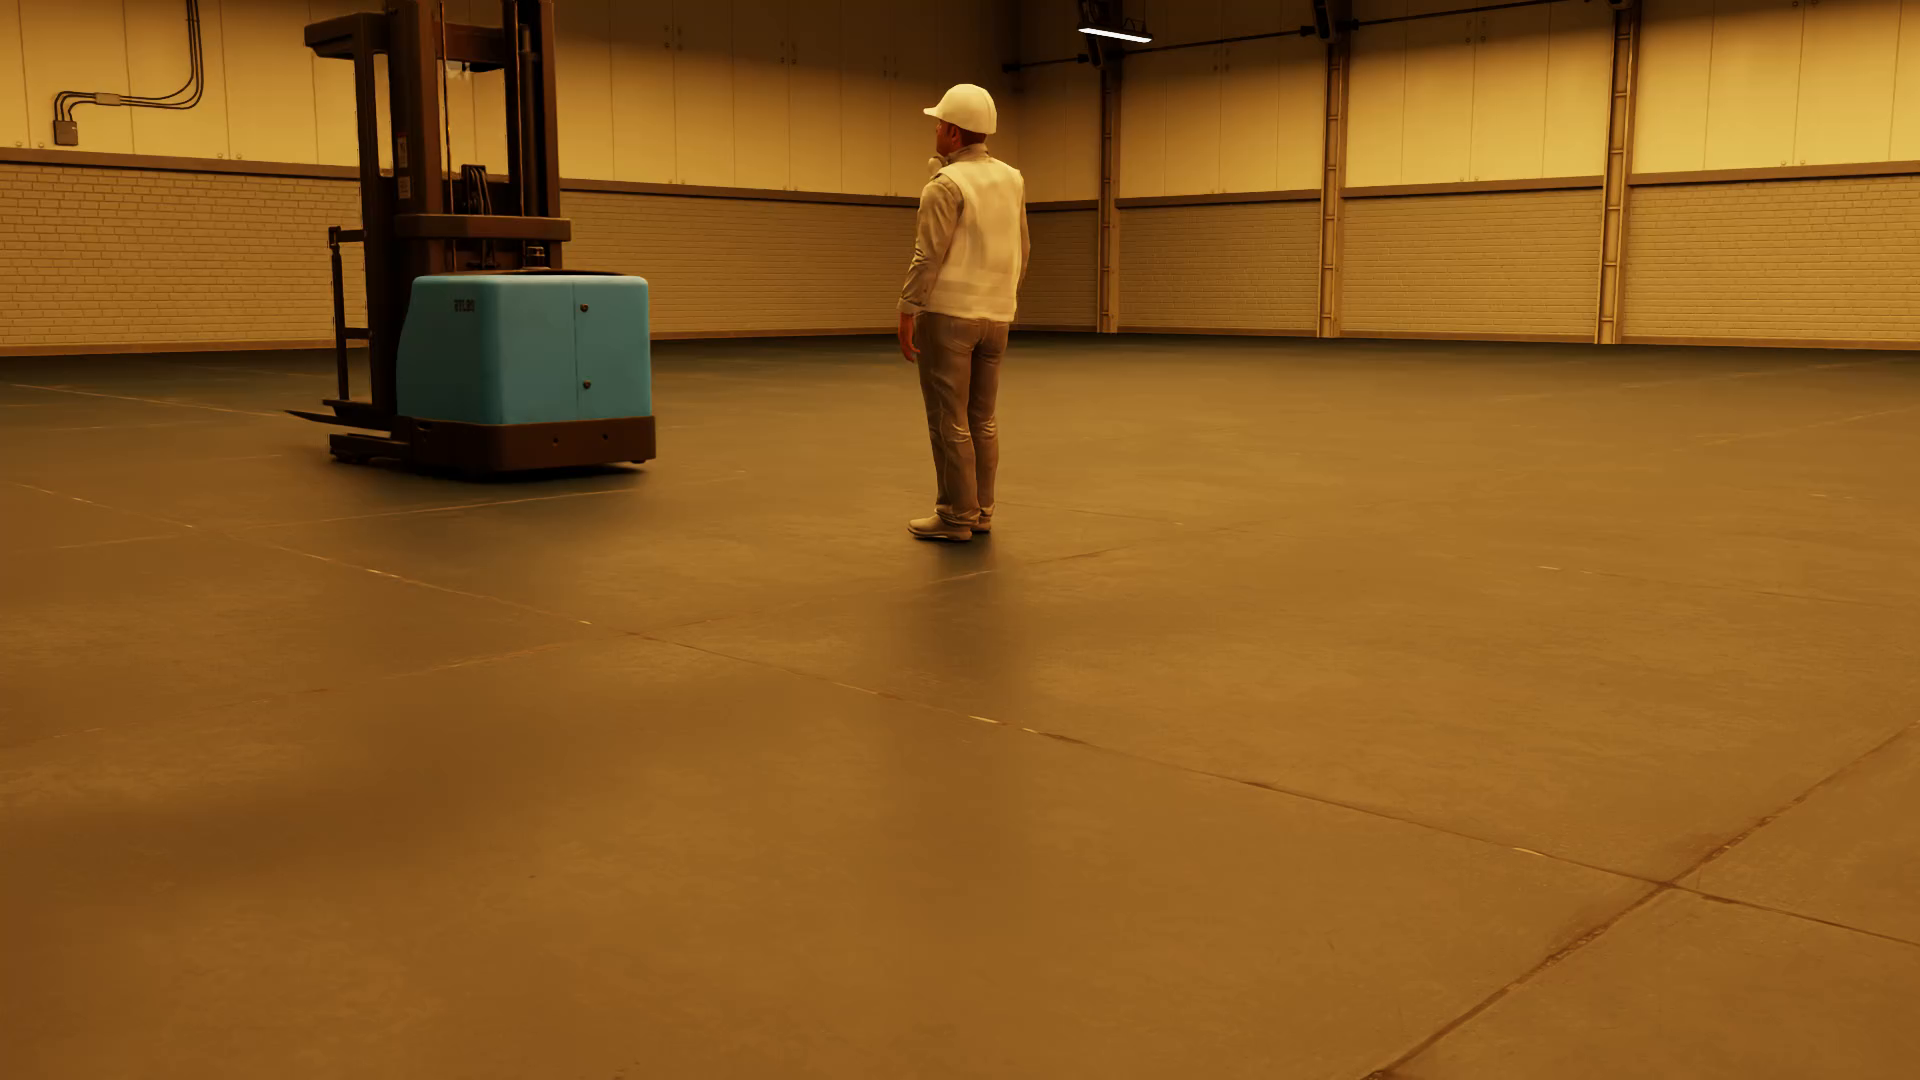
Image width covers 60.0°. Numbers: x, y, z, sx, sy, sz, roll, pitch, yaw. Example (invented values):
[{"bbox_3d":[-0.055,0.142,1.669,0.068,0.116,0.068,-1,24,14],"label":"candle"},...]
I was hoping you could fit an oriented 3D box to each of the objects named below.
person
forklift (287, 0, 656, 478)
[{"bbox_3d":[-0.039,-0.892,6.633,0.568,1.773,0.632,8,12,43],"label":"person"},{"bbox_3d":[-3.075,-1.939,9.750,1.130,2.935,3.031,-8,12,-43],"label":"forklift"}]
